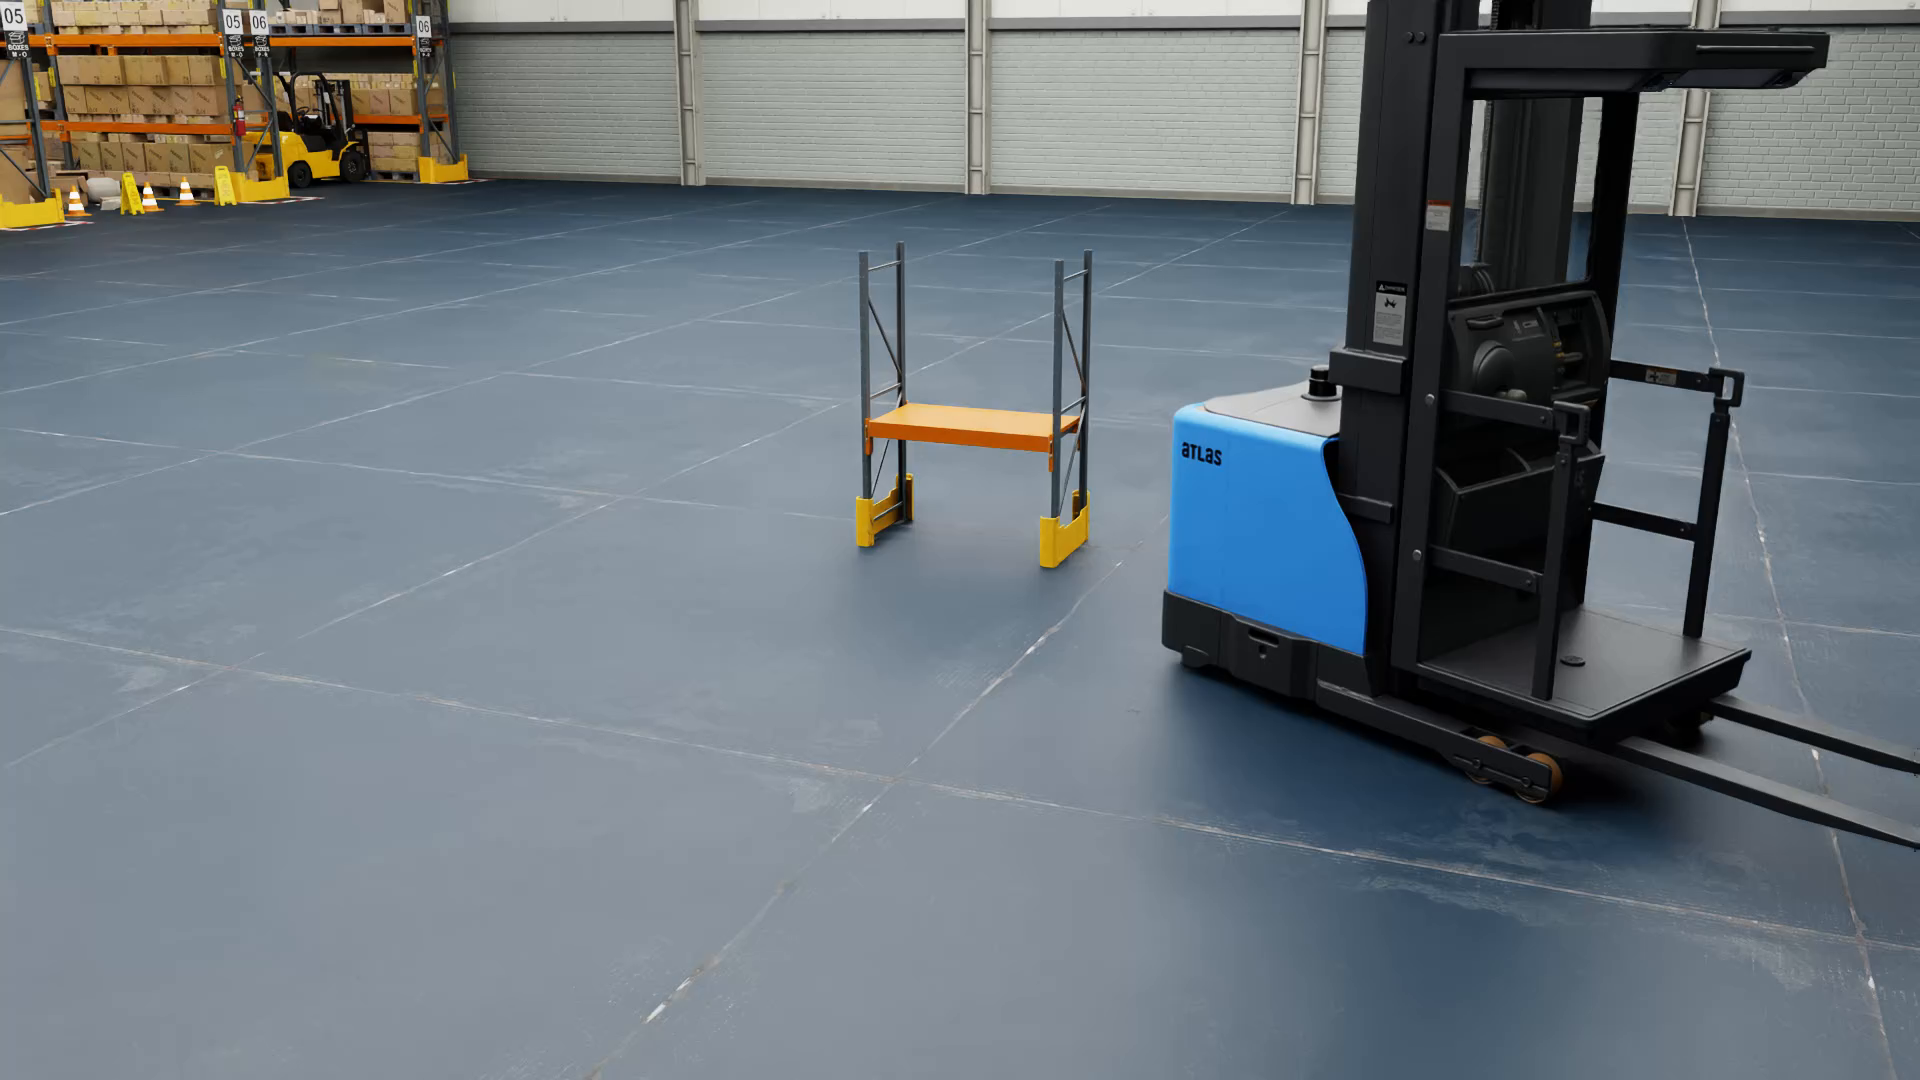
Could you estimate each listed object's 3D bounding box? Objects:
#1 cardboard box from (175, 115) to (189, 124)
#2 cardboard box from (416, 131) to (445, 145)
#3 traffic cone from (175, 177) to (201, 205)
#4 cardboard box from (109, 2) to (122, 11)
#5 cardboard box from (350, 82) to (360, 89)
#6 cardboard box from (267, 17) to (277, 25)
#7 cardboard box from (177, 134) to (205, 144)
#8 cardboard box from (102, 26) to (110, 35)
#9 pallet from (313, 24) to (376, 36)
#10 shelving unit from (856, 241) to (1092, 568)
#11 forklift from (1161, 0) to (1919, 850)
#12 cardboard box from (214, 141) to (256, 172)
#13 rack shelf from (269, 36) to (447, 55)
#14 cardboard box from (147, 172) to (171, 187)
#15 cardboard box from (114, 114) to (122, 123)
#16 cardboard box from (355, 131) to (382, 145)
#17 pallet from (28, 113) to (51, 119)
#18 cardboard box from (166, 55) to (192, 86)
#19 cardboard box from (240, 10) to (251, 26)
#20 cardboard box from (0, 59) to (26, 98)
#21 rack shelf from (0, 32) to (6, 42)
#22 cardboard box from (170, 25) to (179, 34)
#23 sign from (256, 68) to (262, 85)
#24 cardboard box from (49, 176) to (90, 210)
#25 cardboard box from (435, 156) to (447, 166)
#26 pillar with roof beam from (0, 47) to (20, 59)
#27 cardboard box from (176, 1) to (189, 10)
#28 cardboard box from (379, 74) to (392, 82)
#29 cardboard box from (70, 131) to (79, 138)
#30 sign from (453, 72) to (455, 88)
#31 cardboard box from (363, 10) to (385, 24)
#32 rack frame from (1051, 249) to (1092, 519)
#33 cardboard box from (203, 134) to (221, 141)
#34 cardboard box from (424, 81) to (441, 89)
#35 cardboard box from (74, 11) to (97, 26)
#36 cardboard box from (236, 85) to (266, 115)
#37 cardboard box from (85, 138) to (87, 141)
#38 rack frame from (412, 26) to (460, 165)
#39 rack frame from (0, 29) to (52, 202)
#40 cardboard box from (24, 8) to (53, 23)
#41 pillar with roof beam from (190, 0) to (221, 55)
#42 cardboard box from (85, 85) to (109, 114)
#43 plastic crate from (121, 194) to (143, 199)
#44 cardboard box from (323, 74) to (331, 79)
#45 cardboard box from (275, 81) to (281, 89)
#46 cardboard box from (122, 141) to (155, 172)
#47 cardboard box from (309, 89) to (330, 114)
[{"bbox_3d":[-13.519,-7.379,29.161,0.250,0.149,0.380,7,17,22],"label":"cardboard box"},{"bbox_3d":[-10.895,-8.217,33.981,0.500,0.250,0.500,6,17,20],"label":"cardboard box"},{"bbox_3d":[-13.208,-5.960,28.375,0.334,0.463,0.336,6,17,21],"label":"traffic cone"},{"bbox_3d":[-14.651,-9.345,29.124,0.250,0.149,0.380,6,17,20],"label":"cardboard box"},{"bbox_3d":[-12.145,-9.204,33.655,0.250,0.149,0.380,6,17,21],"label":"cardboard box"},{"bbox_3d":[-13.932,-10.611,33.982,0.250,0.149,0.380,7,17,22],"label":"cardboard box"},{"bbox_3d":[-13.542,-7.056,29.270,0.250,0.149,0.380,7,18,22],"label":"cardboard box"},{"bbox_3d":[-14.899,-8.999,29.360,0.250,0.149,0.380,6,17,19],"label":"cardboard box"},{"bbox_3d":[-12.304,-10.358,33.752,1.213,0.211,1.003,6,17,21],"label":"pallet"},{"bbox_3d":[0.071,-0.712,8.438,1.083,1.500,0.587,6,17,21],"label":"shelving unit"},{"bbox_3d":[2.159,-0.676,5.746,1.130,2.935,3.031,-13,21,-37],"label":"forklift"},{"bbox_3d":[-13.006,-6.867,29.781,0.500,0.500,0.500,6,17,19],"label":"cardboard box"},{"bbox_3d":[-12.378,-10.057,33.844,4.000,0.370,1.077,6,17,21],"label":"rack shelf"},{"bbox_3d":[-14.153,-6.470,29.760,0.500,0.250,0.500,6,17,19],"label":"cardboard box"},{"bbox_3d":[-14.892,-7.557,29.775,0.250,0.149,0.380,6,17,20],"label":"cardboard box"},{"bbox_3d":[-12.010,-8.184,33.870,0.500,0.250,0.500,7,17,21],"label":"cardboard box"},{"bbox_3d":[-17.920,-8.004,31.206,1.213,0.211,1.003,6,17,21],"label":"pallet"},{"bbox_3d":[-13.358,-8.190,28.997,0.500,0.500,0.700,6,17,21],"label":"cardboard box"},{"bbox_3d":[-12.705,-9.101,28.998,0.500,0.250,0.500,6,17,20],"label":"cardboard box"},{"bbox_3d":[-14.388,-6.814,24.558,0.550,0.550,0.875,6,17,21],"label":"cardboard box"},{"bbox_3d":[-15.918,-7.475,24.951,4.000,0.370,1.077,6,17,21],"label":"rack shelf"},{"bbox_3d":[-13.459,-8.849,28.846,0.250,0.149,0.380,6,17,21],"label":"cardboard box"},{"bbox_3d":[-14.428,-9.542,34.228,0.005,0.325,0.100,6,17,21],"label":"sign"},{"bbox_3d":[-14.898,-5.793,27.727,0.637,0.503,0.797,-5,17,-18],"label":"cardboard box"},{"bbox_3d":[-10.902,-7.739,34.130,0.500,0.250,0.500,6,17,21],"label":"cardboard box"},{"bbox_3d":[-23.577,-12.054,34.054,0.400,9.000,9.100,6,17,21],"label":"pillar with roof beam"},{"bbox_3d":[-13.228,-9.188,28.581,0.250,0.149,0.380,6,17,20],"label":"cardboard box"},{"bbox_3d":[-11.422,-9.278,33.377,0.250,0.149,0.380,7,17,22],"label":"cardboard box"},{"bbox_3d":[-19.467,-8.995,36.845,0.250,0.149,0.380,6,17,20],"label":"cardboard box"},{"bbox_3d":[-10.308,-9.354,33.819,0.005,0.325,0.100,6,17,21],"label":"sign"},{"bbox_3d":[-11.635,-10.415,33.096,0.258,0.266,0.396,6,17,21],"label":"cardboard box"},{"bbox_3d":[0.552,-0.660,8.255,0.032,1.500,0.500,6,17,21],"label":"rack frame"},{"bbox_3d":[-16.147,-8.436,35.857,0.625,0.625,0.875,6,17,18],"label":"cardboard box"},{"bbox_3d":[-10.738,-9.218,33.704,0.250,0.149,0.380,6,17,19],"label":"cardboard box"},{"bbox_3d":[-15.264,-9.223,29.419,0.500,0.250,0.500,6,17,20],"label":"cardboard box"},{"bbox_3d":[-12.674,-7.780,29.381,0.500,0.500,0.500,6,17,20],"label":"cardboard box"},{"bbox_3d":[-18.893,-8.618,36.709,0.500,0.500,0.500,6,17,20],"label":"cardboard box"},{"bbox_3d":[-10.517,-8.757,33.457,0.127,3.000,1.000,6,17,21],"label":"rack frame"},{"bbox_3d":[-14.057,-6.175,24.564,0.127,3.000,1.000,6,17,21],"label":"rack frame"},{"bbox_3d":[-16.652,-9.471,30.052,0.500,0.250,0.500,6,17,20],"label":"cardboard box"},{"bbox_3d":[-17.995,-11.440,31.940,0.400,9.000,9.100,6,17,21],"label":"pillar with roof beam"},{"bbox_3d":[-15.273,-7.907,29.816,0.500,0.500,0.500,6,17,20],"label":"cardboard box"},{"bbox_3d":[-14.896,-6.103,29.552,0.583,0.080,0.402,0,16,1],"label":"plastic crate"},{"bbox_3d":[-12.823,-9.448,33.961,0.250,0.149,0.380,6,17,20],"label":"cardboard box"},{"bbox_3d":[-14.038,-9.425,34.415,0.250,0.149,0.380,6,17,20],"label":"cardboard box"},{"bbox_3d":[-14.622,-6.884,29.840,0.500,0.500,0.500,7,18,24],"label":"cardboard box"},{"bbox_3d":[-12.959,-9.001,34.117,0.500,0.500,0.500,6,17,20],"label":"cardboard box"}]
